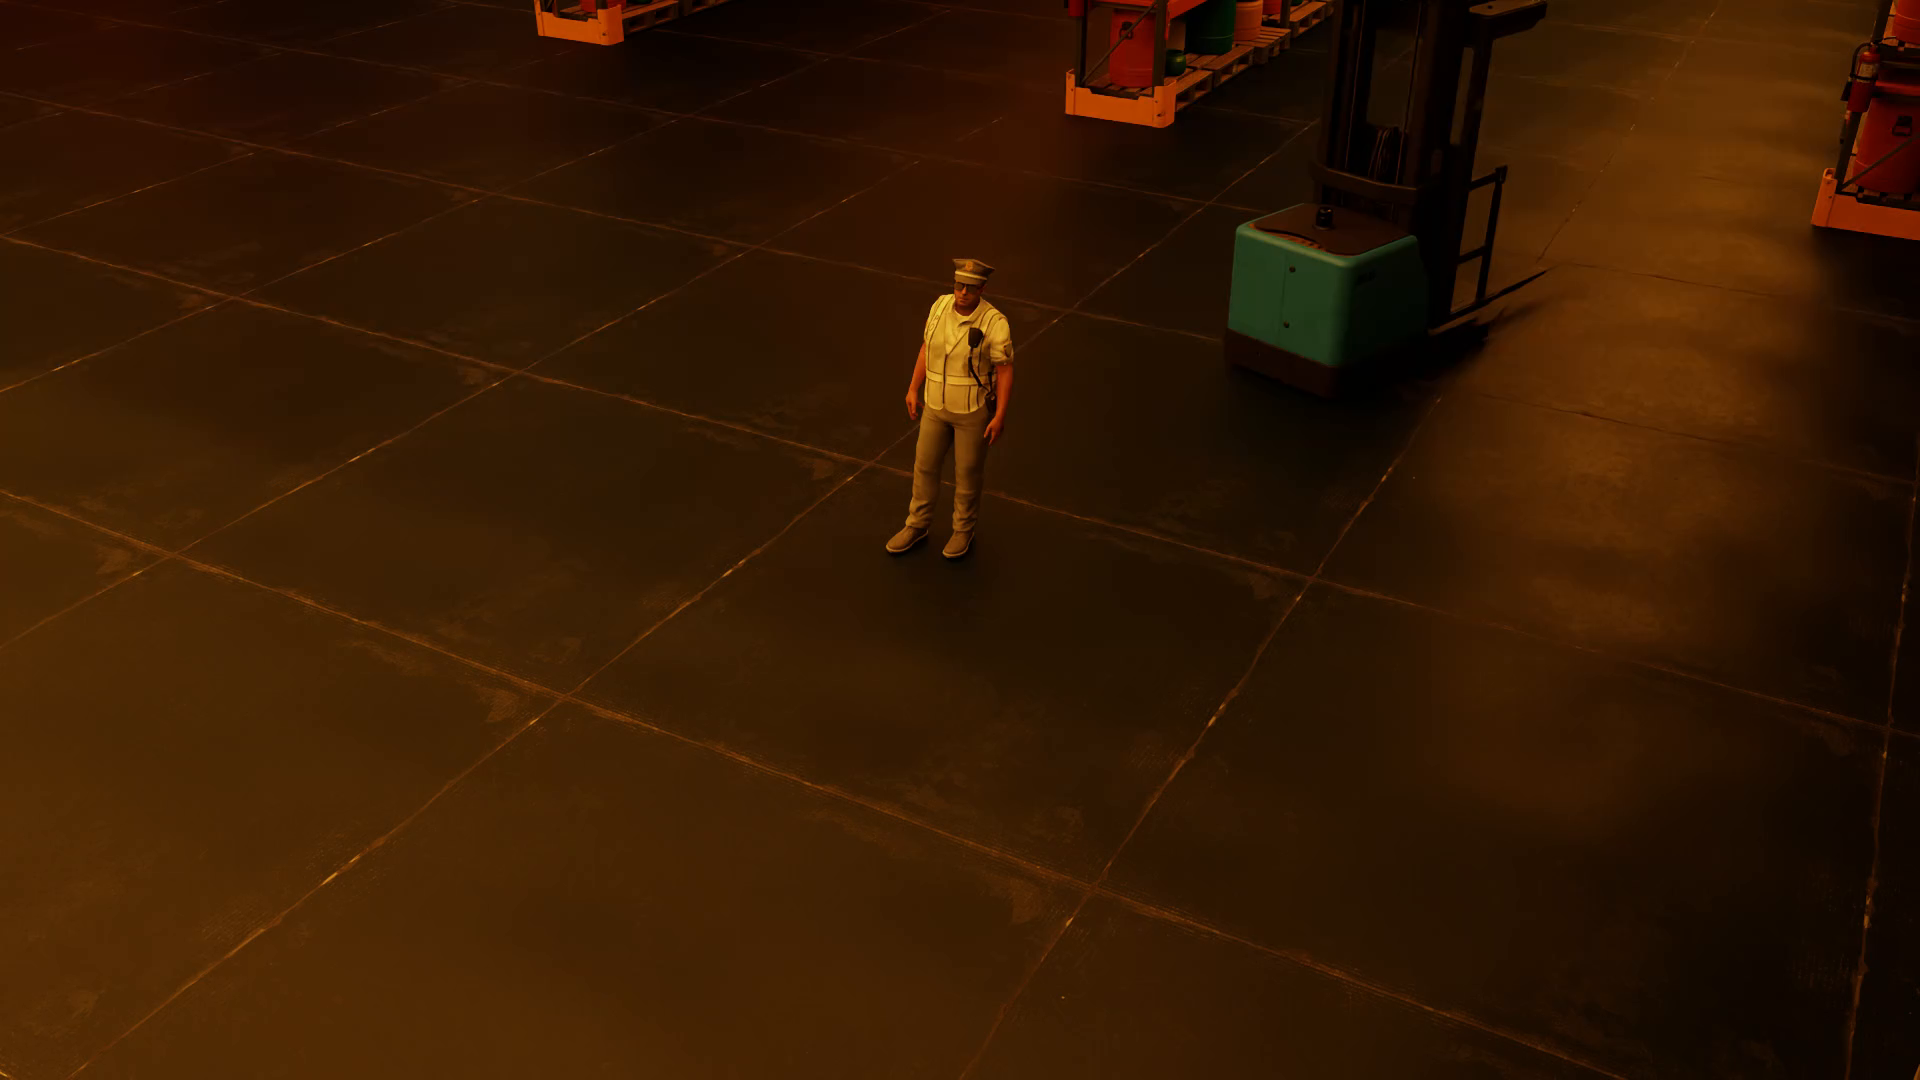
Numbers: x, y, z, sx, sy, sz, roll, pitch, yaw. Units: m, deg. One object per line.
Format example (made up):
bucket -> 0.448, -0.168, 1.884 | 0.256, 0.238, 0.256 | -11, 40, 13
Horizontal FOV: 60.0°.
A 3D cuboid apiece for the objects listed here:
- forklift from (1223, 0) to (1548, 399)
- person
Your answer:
forklift -> 3.360, -2.867, 12.038 | 3.031, 2.935, 1.130 | -24, 38, -35
person -> -0.048, -0.747, 9.499 | 0.641, 1.780, 0.574 | 15, 33, 25
